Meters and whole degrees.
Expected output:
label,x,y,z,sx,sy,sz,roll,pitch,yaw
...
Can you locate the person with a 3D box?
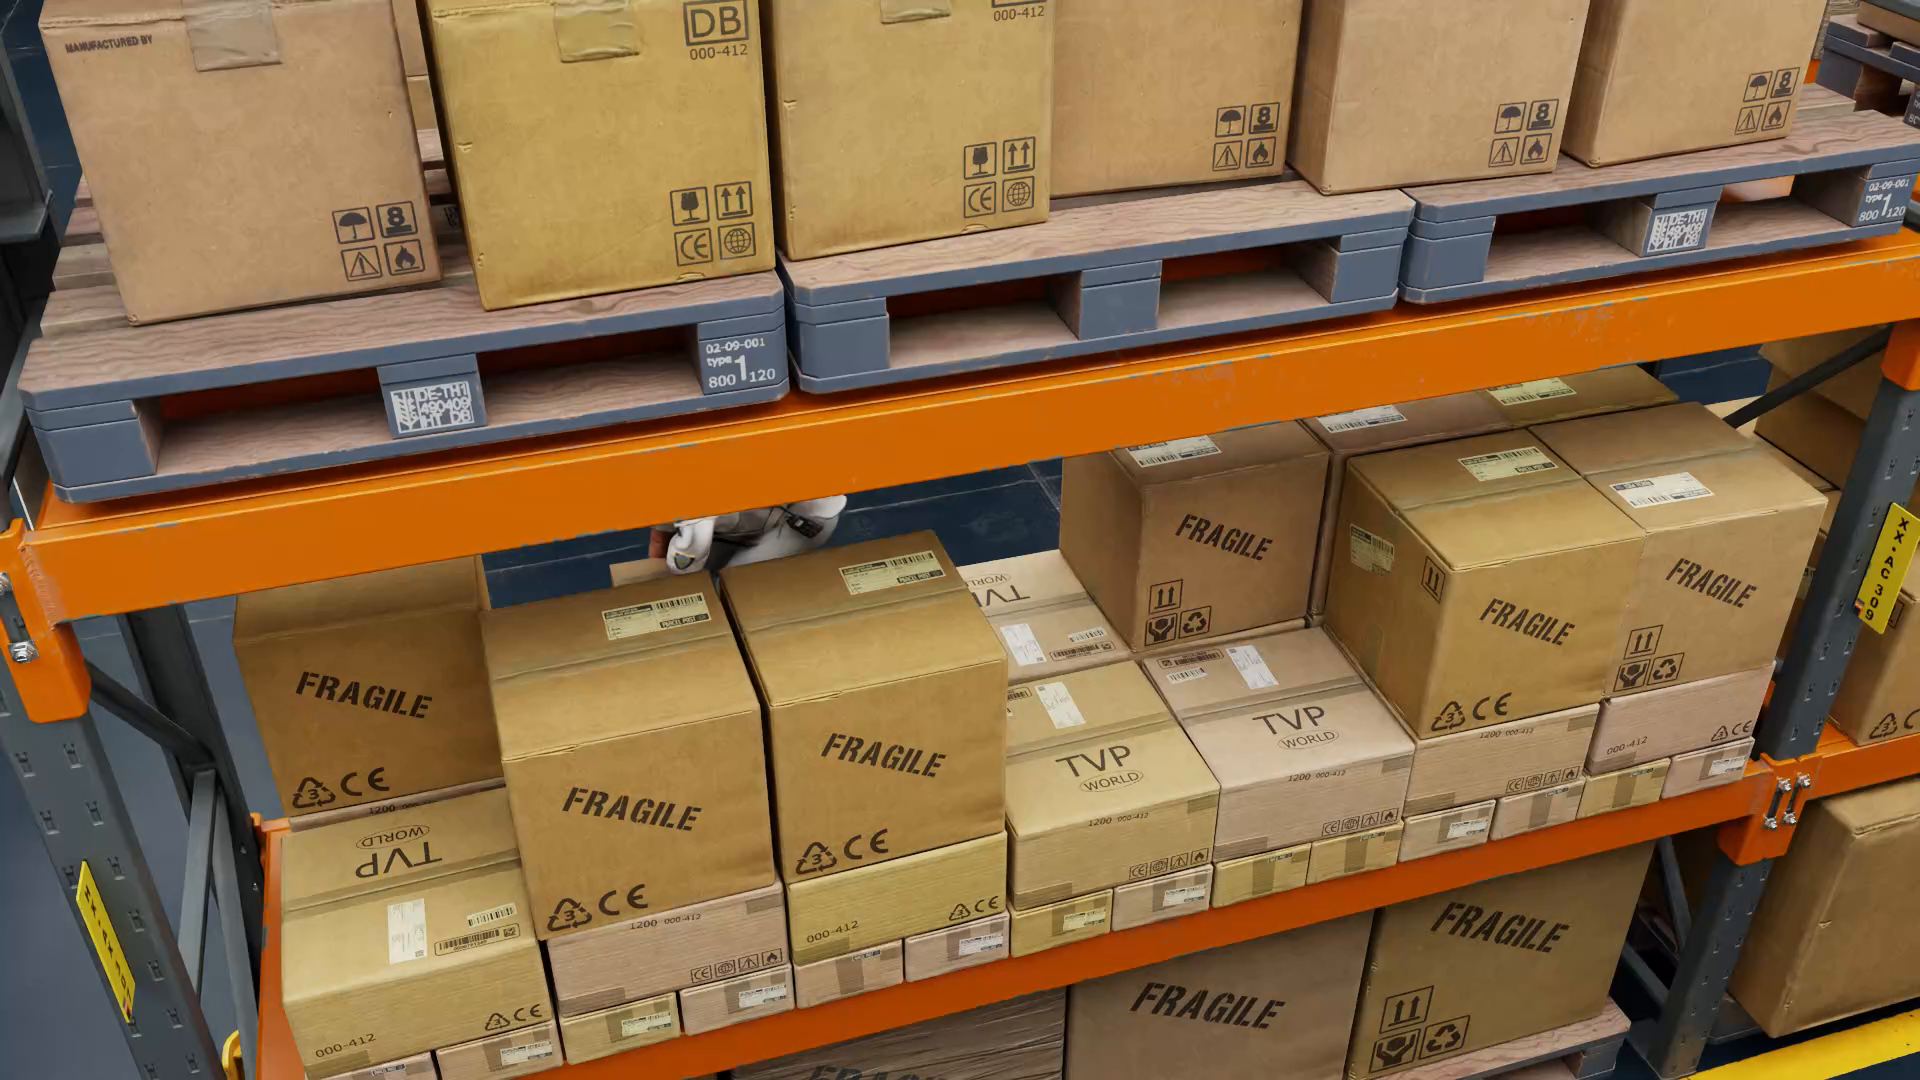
label,x,y,z,sx,sy,sz,roll,pitch,yaw
person,-0.968,0.050,6.710,1.026,1.035,0.526,-12,35,-17
